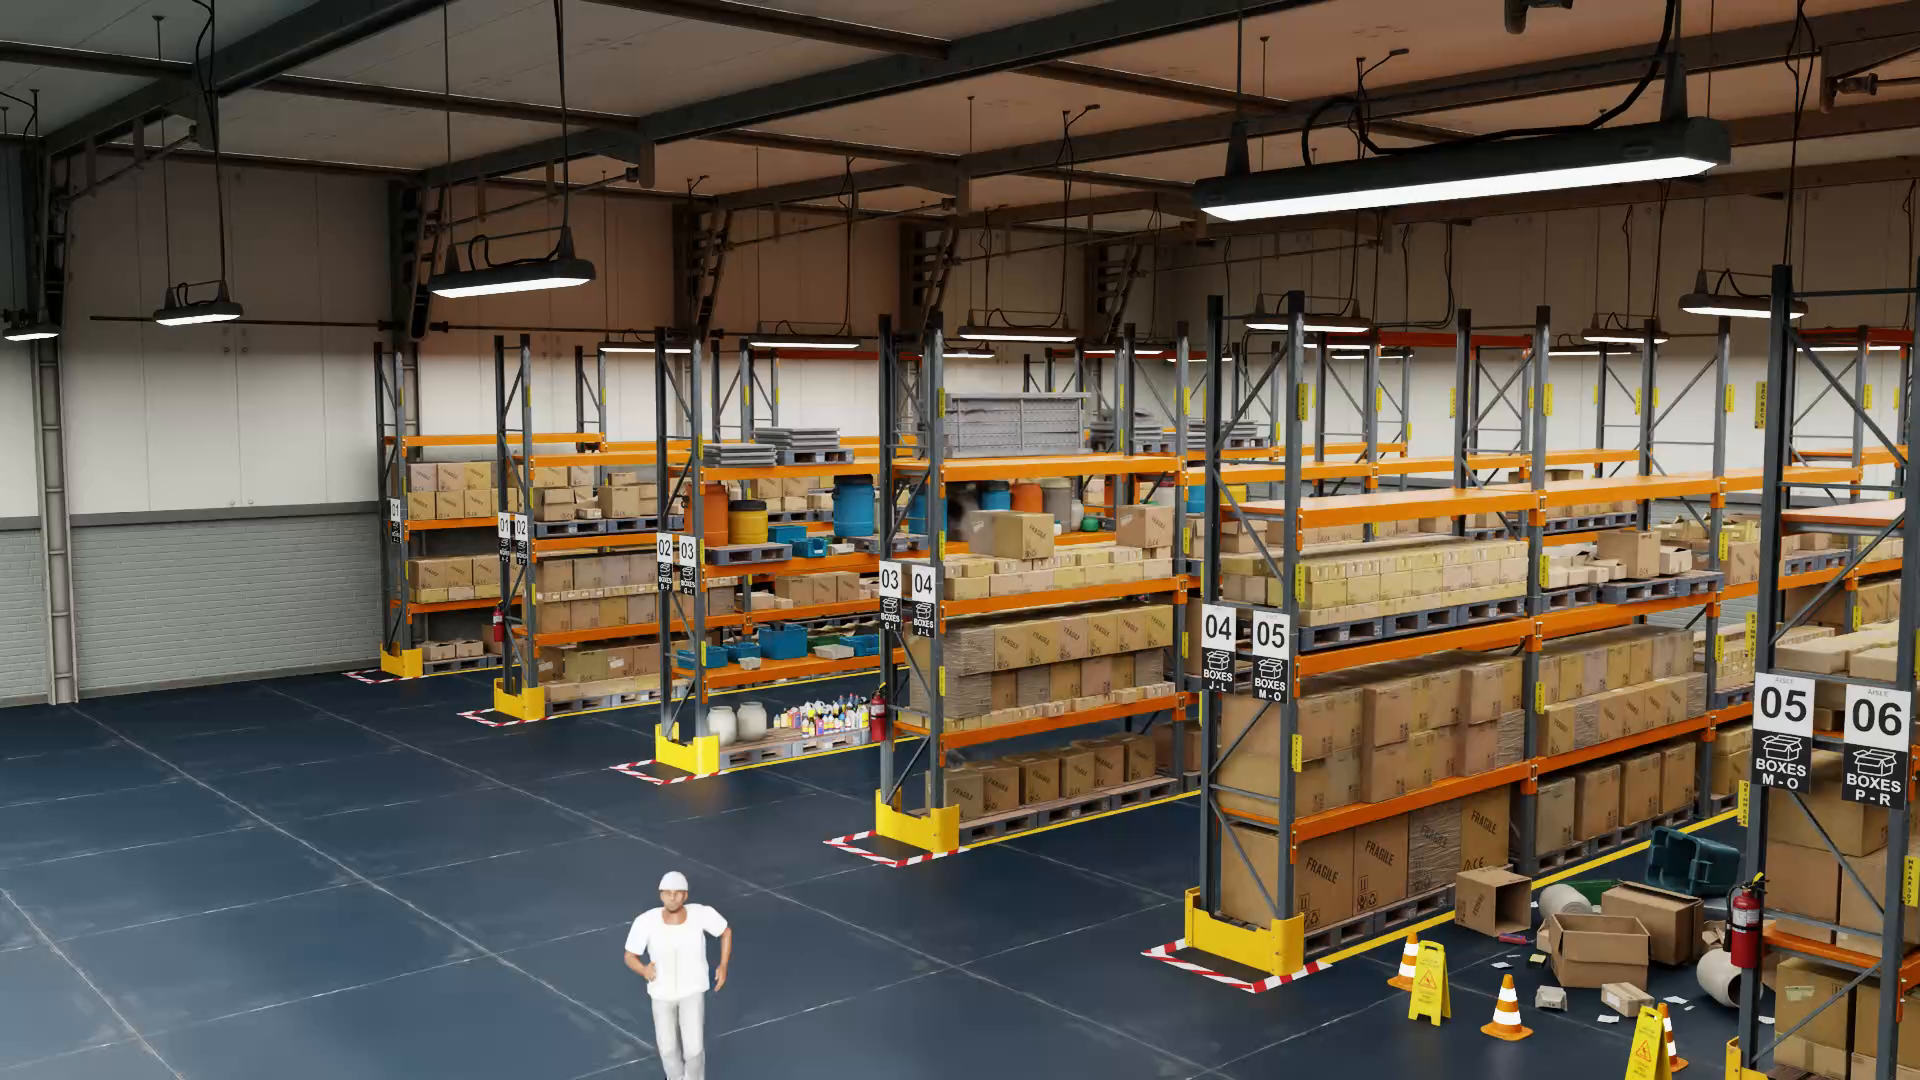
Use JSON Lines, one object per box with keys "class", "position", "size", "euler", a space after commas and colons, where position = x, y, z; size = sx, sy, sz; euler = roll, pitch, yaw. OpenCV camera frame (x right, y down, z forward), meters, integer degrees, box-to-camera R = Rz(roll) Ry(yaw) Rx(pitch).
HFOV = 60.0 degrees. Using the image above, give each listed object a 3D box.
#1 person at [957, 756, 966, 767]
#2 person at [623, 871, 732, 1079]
{"class": "person", "position": [-0.165, 2.385, 21.619], "size": [0.697, 1.622, 0.628], "euler": [-5, 7, -41]}
{"class": "person", "position": [-2.000, 3.218, 11.750], "size": [0.741, 1.769, 0.666], "euler": [0, 5, -3]}
